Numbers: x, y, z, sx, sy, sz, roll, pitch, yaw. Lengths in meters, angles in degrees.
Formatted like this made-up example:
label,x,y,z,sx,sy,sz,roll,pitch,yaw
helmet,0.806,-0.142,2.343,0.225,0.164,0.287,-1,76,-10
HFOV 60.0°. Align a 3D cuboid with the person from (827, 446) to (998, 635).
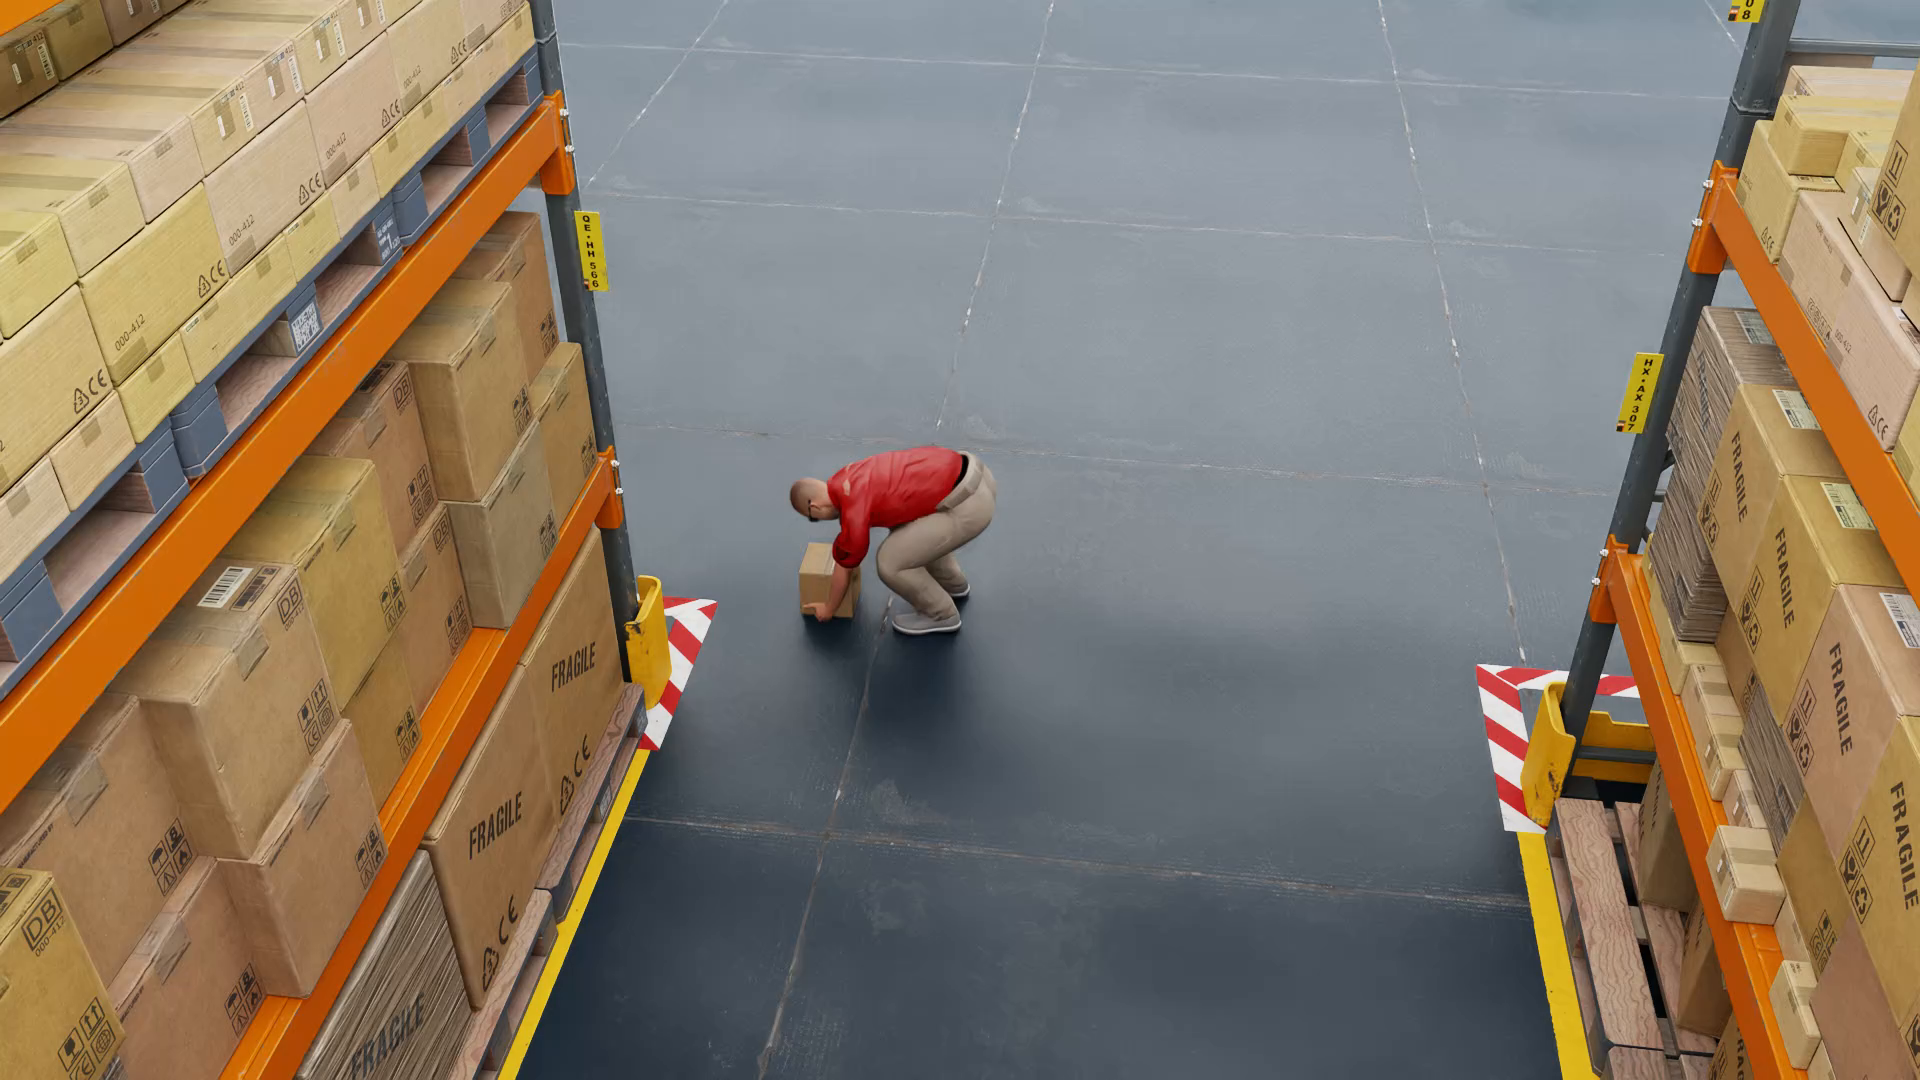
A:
label,x,y,z,sx,sy,sz,roll,pitch,yaw
person,-0.222,-0.016,7.812,0.782,0.867,0.544,3,36,4
